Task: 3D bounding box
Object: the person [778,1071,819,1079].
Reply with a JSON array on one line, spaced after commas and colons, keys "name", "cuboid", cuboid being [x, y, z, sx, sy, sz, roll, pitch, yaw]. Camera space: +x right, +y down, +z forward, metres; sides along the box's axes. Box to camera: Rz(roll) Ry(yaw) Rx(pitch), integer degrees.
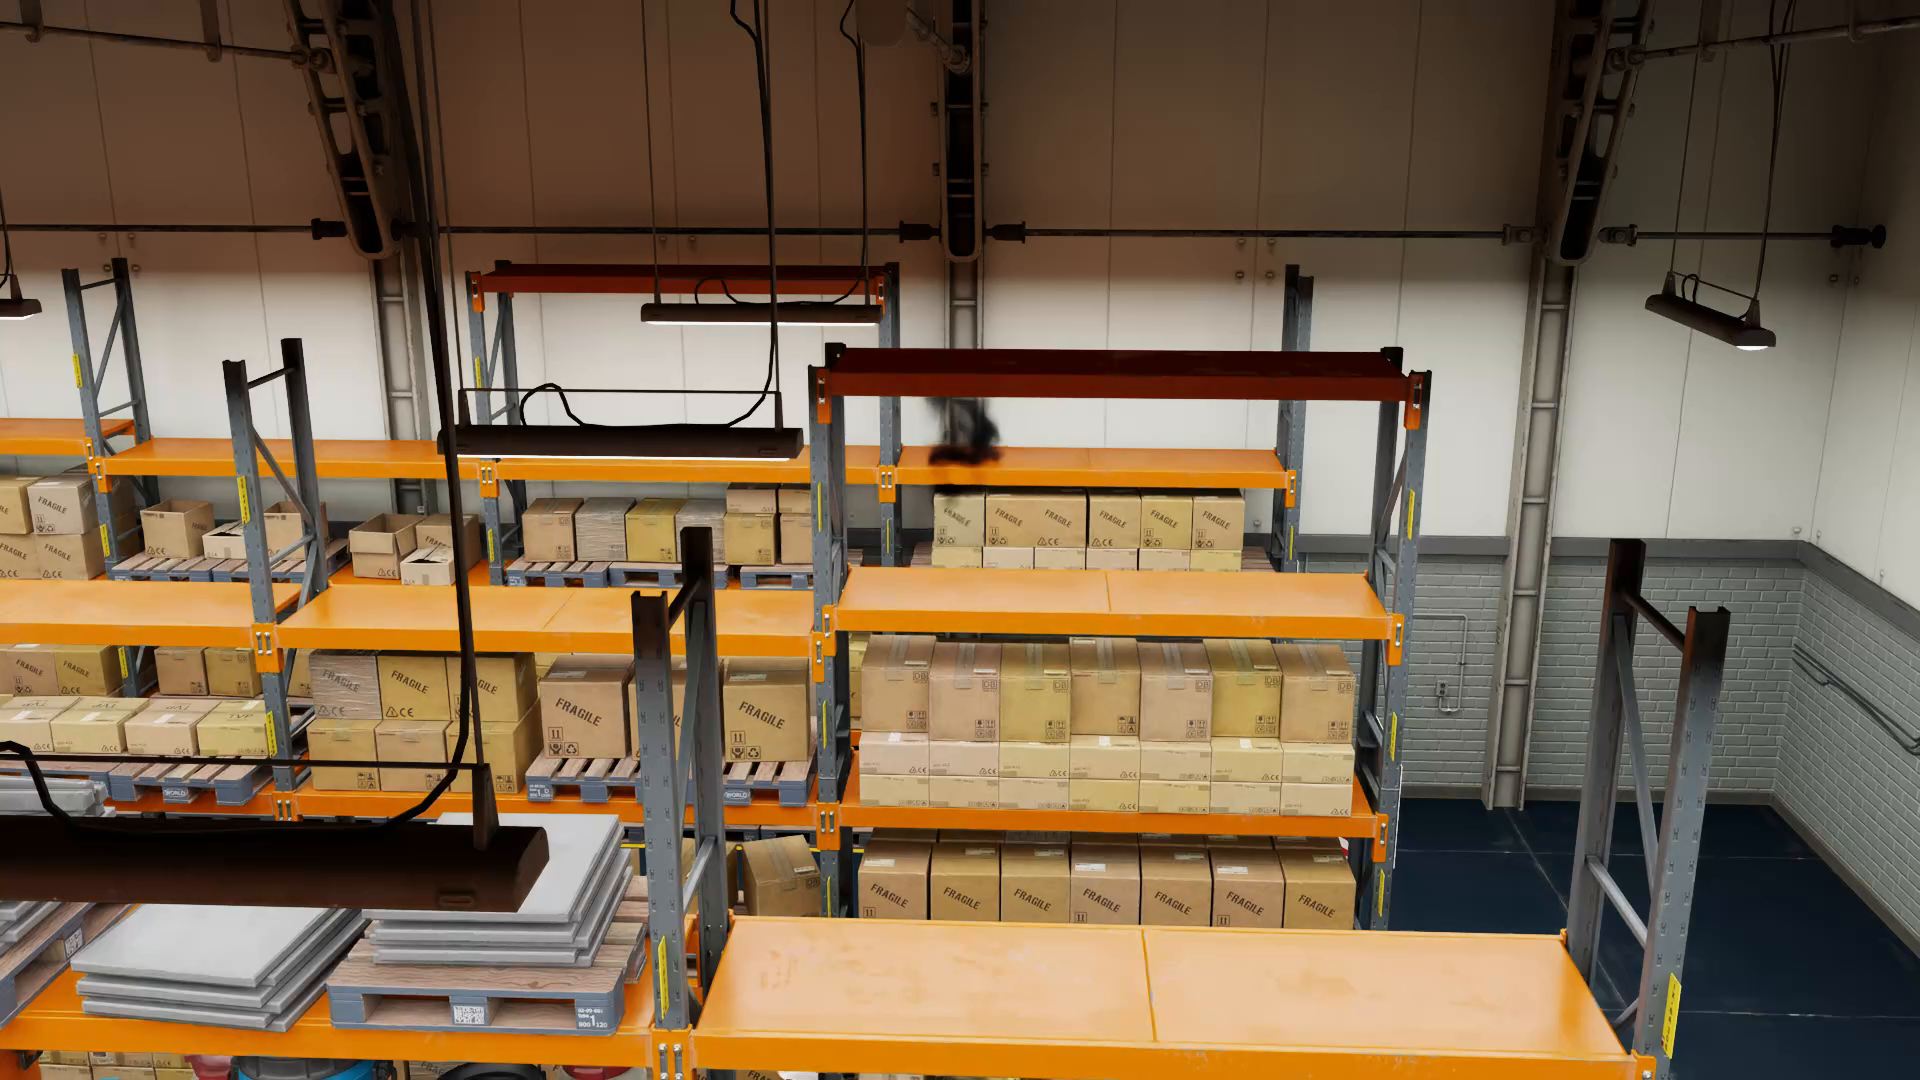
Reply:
[{"name": "person", "cuboid": [-1.027, 4.199, 11.031, 0.743, 1.749, 0.713, -1, 16, -4]}]
